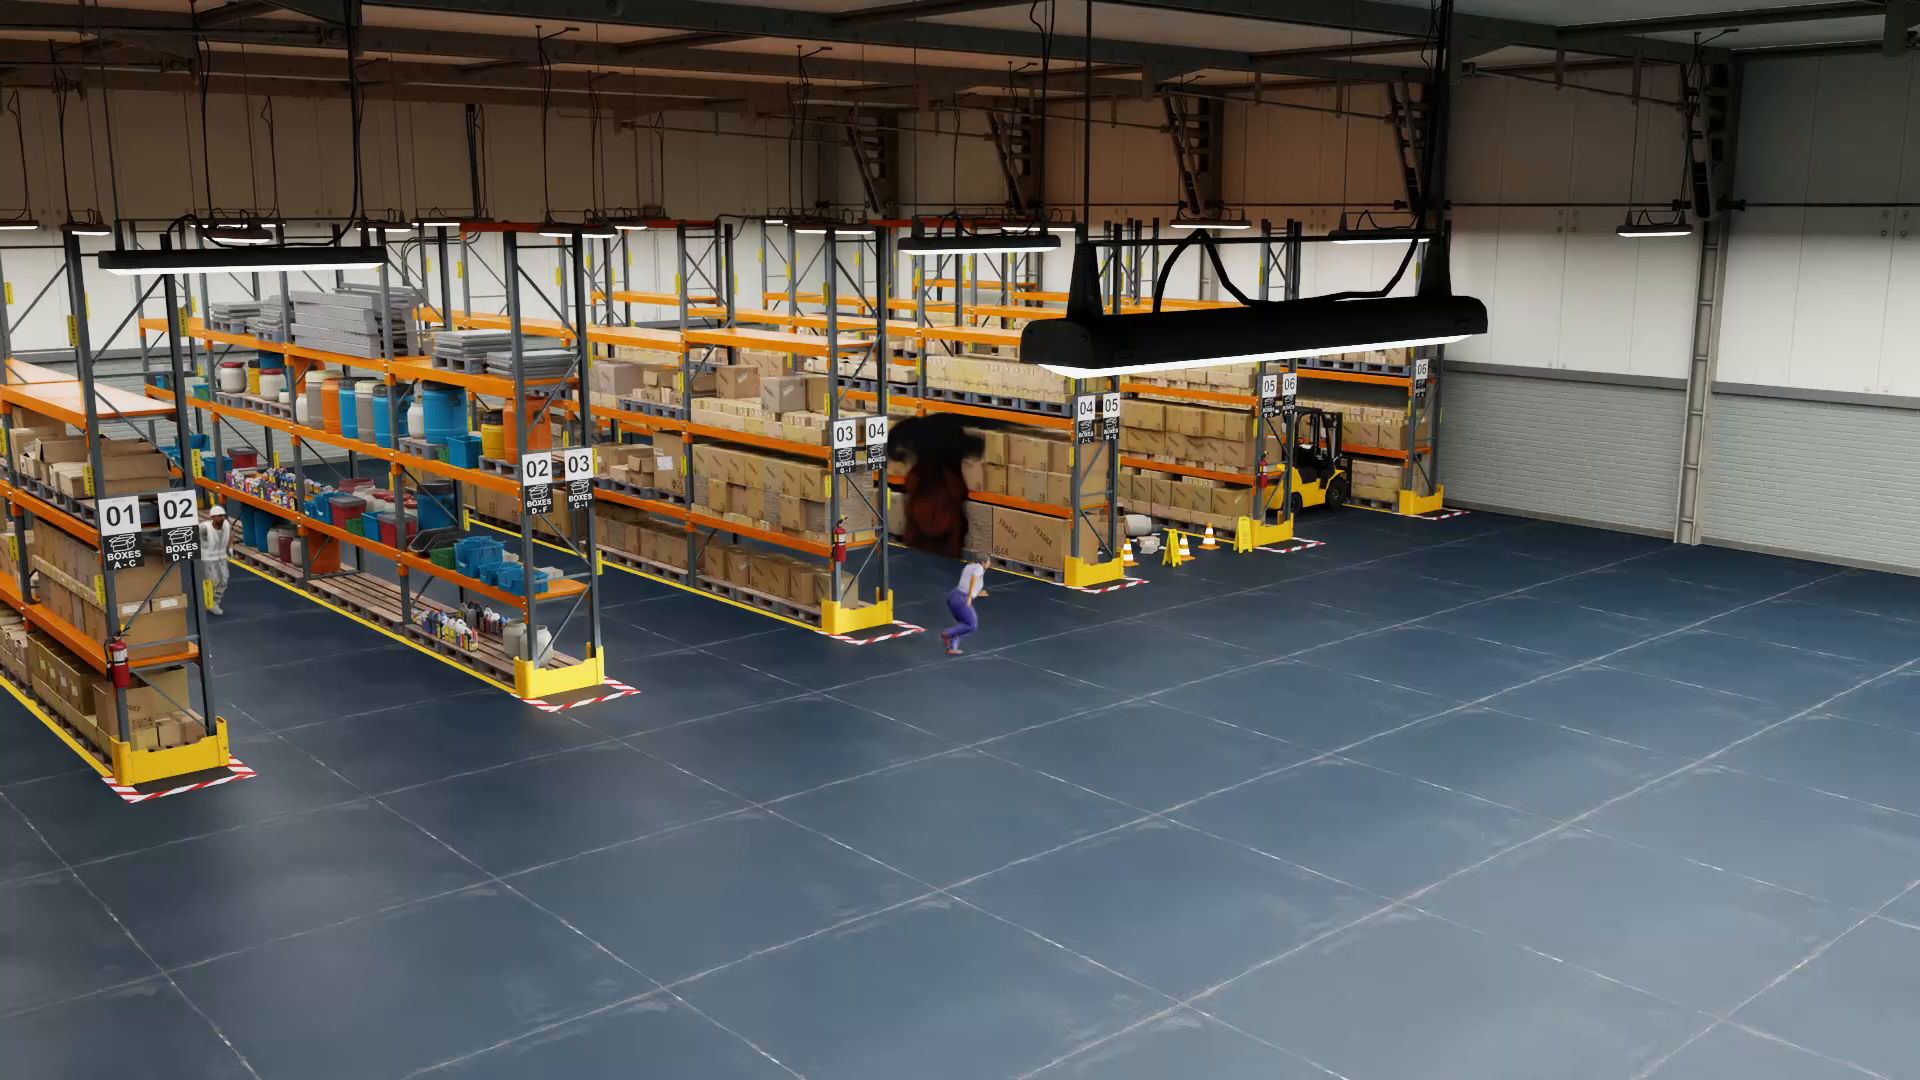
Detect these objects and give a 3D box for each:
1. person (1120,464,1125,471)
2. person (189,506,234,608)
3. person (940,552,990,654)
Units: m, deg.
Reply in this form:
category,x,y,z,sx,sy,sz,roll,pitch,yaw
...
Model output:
category,x,y,z,sx,sy,sz,roll,pitch,yaw
person,3.677,-1.838,36.545,0.906,1.548,0.597,11,16,43
person,-11.710,0.268,26.099,0.649,1.651,0.687,7,13,31
person,0.090,0.932,23.660,0.777,1.449,0.628,-5,12,-21
